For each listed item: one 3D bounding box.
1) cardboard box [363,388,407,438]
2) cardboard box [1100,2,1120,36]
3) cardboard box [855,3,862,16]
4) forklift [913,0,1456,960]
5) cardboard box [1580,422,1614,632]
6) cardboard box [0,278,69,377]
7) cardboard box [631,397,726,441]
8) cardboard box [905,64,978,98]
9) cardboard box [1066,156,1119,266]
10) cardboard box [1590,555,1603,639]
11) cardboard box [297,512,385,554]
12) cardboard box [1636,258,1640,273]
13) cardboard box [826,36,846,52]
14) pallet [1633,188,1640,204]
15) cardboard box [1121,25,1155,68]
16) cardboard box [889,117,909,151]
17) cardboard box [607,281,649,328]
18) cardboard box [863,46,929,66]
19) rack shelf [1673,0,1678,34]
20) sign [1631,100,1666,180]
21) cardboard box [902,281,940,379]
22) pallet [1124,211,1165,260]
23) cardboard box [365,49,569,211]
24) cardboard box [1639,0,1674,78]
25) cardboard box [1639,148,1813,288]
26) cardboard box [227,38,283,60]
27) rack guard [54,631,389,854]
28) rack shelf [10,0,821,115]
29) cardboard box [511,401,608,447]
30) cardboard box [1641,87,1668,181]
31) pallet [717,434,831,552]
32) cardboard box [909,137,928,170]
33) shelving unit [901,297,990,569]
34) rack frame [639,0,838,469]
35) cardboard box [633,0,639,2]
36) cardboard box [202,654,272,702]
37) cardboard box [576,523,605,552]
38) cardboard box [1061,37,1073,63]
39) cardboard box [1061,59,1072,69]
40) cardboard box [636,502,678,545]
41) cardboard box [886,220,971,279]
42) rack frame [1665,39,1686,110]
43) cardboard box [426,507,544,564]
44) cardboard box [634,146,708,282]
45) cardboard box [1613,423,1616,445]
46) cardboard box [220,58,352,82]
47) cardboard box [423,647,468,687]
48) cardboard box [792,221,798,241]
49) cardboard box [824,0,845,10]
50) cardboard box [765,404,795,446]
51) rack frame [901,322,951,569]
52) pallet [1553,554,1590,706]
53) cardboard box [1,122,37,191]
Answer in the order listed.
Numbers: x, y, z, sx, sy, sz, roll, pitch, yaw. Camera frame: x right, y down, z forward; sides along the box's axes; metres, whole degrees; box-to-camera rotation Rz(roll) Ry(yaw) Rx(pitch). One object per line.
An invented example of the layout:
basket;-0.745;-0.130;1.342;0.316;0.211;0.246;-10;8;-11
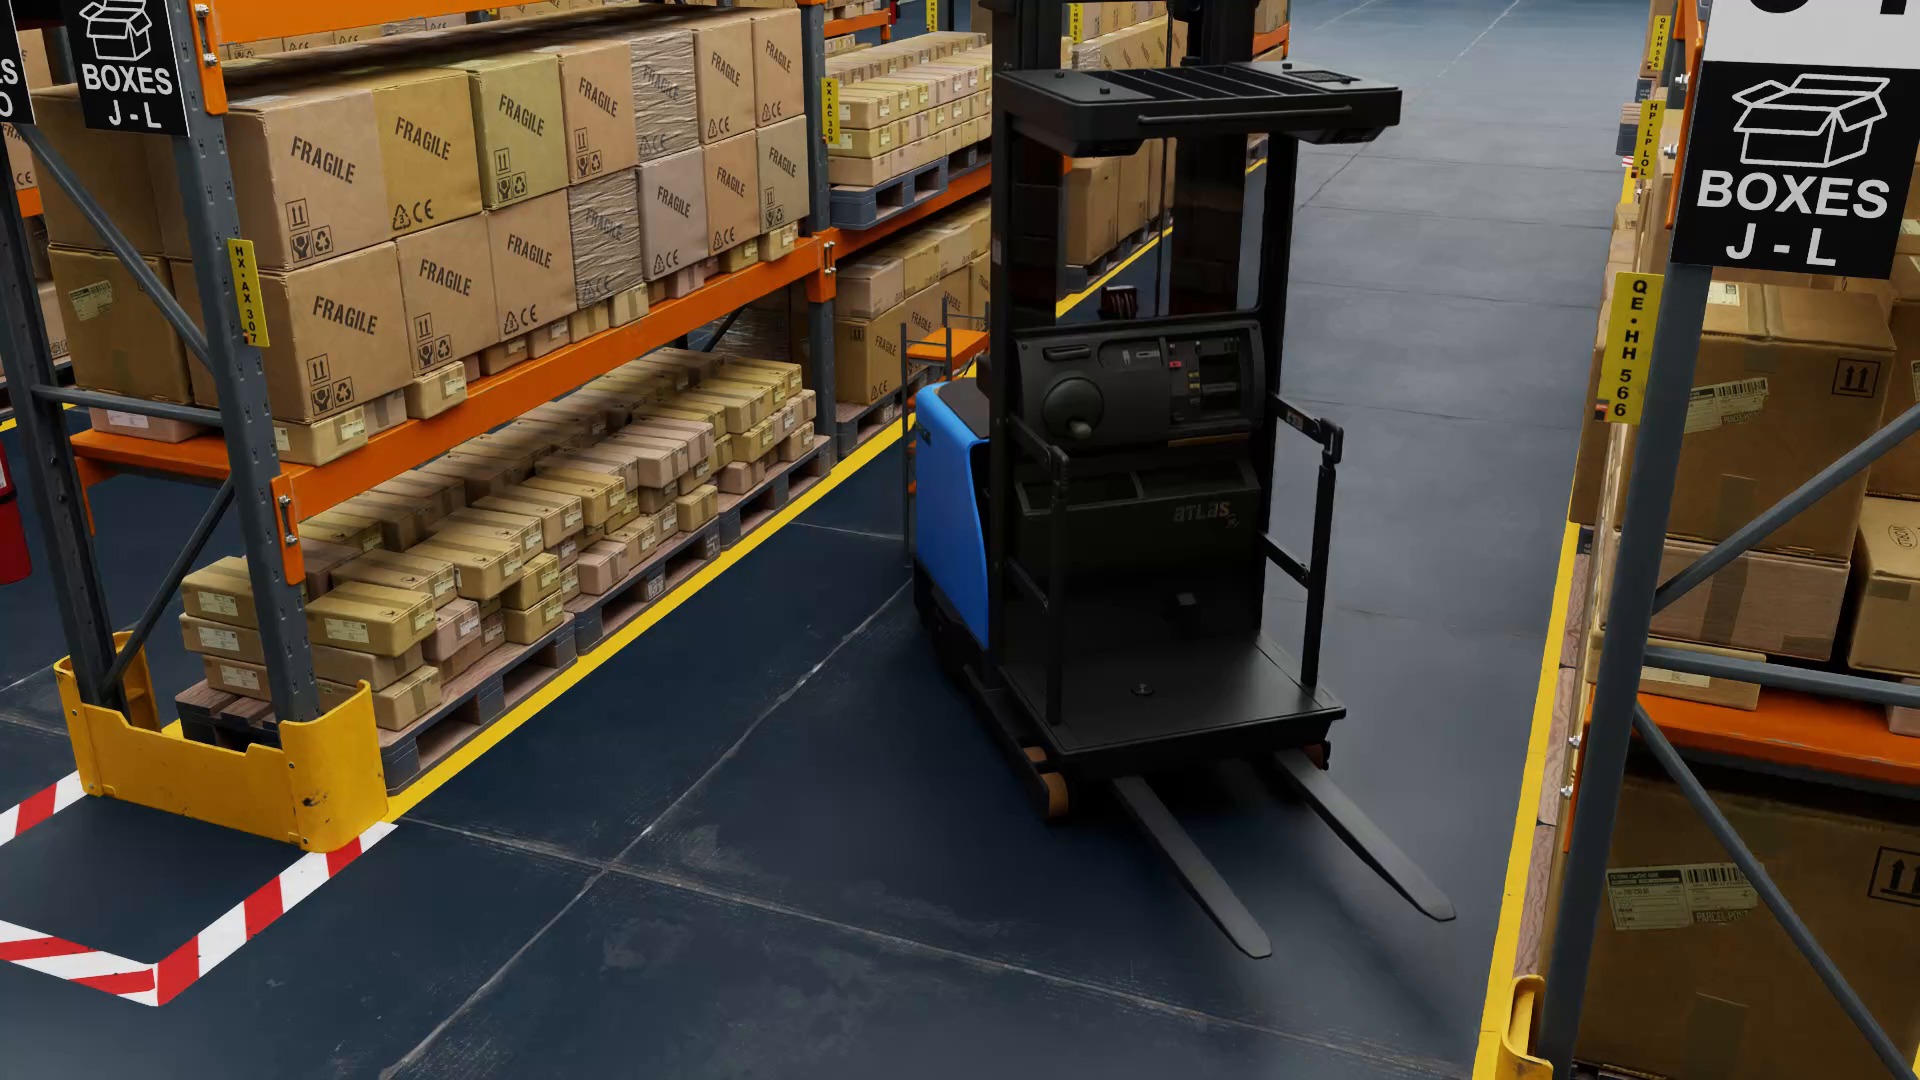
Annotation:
cardboard box;-2.173;-0.473;5.816;0.380;0.149;0.250;10;25;22
cardboard box;0.869;-4.317;13.267;0.700;0.500;0.500;8;24;19
cardboard box;-1.390;-6.345;19.875;0.380;0.149;0.250;8;24;19
forklift;0.718;-0.537;5.734;1.130;2.935;3.031;-7;24;-16
cardboard box;3.081;-0.096;6.800;0.875;0.875;0.875;9;24;20
cardboard box;-6.134;-1.329;10.318;0.875;0.438;0.875;8;24;19
cardboard box;-1.371;-0.573;8.113;0.380;0.149;0.250;10;25;22
cardboard box;-0.115;-2.744;9.937;0.380;0.149;0.250;10;25;22
cardboard box;0.628;-2.646;13.067;1.050;0.750;0.750;8;24;19
cardboard box;1.836;0.172;4.273;0.380;0.149;0.250;9;24;21
cardboard box;-2.567;0.006;6.725;0.380;0.149;0.250;8;24;19
cardboard box;2.793;-0.868;6.244;0.500;0.250;0.500;9;24;20
cardboard box;-1.569;-5.836;19.539;0.380;0.149;0.250;9;24;21
pallet;6.588;-2.929;14.989;1.003;0.211;1.213;9;24;20
cardboard box;1.297;-3.994;13.791;0.500;0.500;0.500;9;24;19
cardboard box;-0.500;-2.237;9.109;0.380;0.149;0.250;8;24;19
cardboard box;-1.570;-1.032;7.156;0.380;0.149;0.250;9;24;21
cardboard box;-0.424;-3.125;10.848;0.380;0.149;0.250;10;25;23
rack shelf;4.143;-2.875;8.284;1.077;0.370;4.000;9;24;20
sign;2.893;-1.680;6.980;0.100;0.325;0.005;9;24;20
cardboard box;-0.452;-1.310;10.193;0.500;0.500;0.500;10;25;22
pallet;1.136;-2.705;14.452;1.003;0.211;1.213;9;24;20
cardboard box;-1.845;-1.554;6.266;0.500;0.500;0.500;8;24;19
cardboard box;5.946;-4.177;13.034;1.000;1.000;1.000;9;24;20
cardboard box;2.606;-1.025;5.648;0.500;0.500;0.500;8;24;18
cardboard box;-5.019;-3.515;11.347;0.500;0.500;0.500;8;24;19
rack guard;-2.625;0.704;5.917;1.175;0.500;0.348;9;24;20
rack shelf;-1.910;-2.190;6.644;1.077;0.370;4.000;9;24;20
cardboard box;-1.940;-0.549;8.056;0.380;0.149;0.250;9;24;21
cardboard box;4.453;-2.450;10.094;0.500;0.500;0.500;10;24;22
pallet;-1.384;-0.322;8.746;1.003;0.211;1.213;9;24;20
cardboard box;-0.400;-2.196;9.396;0.380;0.149;0.250;9;24;20
shelving unit;-0.061;-0.494;7.877;0.258;1.200;0.503;9;24;20
rack frame;-1.168;-1.854;8.797;1.000;3.000;0.127;9;24;20
cardboard box;-3.168;-5.207;15.763;0.500;0.500;0.500;10;25;22
cardboard box;-2.652;0.481;6.361;0.380;0.149;0.250;9;24;21
cardboard box;-1.789;-0.067;7.286;0.380;0.149;0.250;10;25;23
cardboard box;0.562;-3.397;11.499;0.380;0.149;0.250;8;24;18
cardboard box;0.557;-3.258;11.554;0.380;0.149;0.250;9;24;21
cardboard box;-1.541;-0.089;7.725;0.380;0.149;0.250;9;24;21
cardboard box;-0.259;-1.840;10.488;0.500;0.250;0.500;10;25;22
rack frame;3.400;-1.108;7.010;1.000;3.000;0.127;9;24;20
cardboard box;-1.925;-0.002;6.746;0.380;0.149;0.250;8;24;17
cardboard box;-1.465;-1.460;7.339;0.500;0.500;0.500;9;24;20
cardboard box;2.404;-0.375;5.583;0.380;0.149;0.250;8;24;19
cardboard box;-2.526;-1.448;6.012;0.500;0.500;0.500;8;24;18
cardboard box;-2.140;0.452;6.430;0.380;0.149;0.250;9;24;20
cardboard box;-1.056;-1.602;8.520;0.380;0.149;0.250;8;24;19
cardboard box;-1.669;-6.413;19.196;0.500;0.500;0.500;9;24;20
cardboard box;-1.078;-0.613;8.593;0.380;0.149;0.250;8;24;18
rack frame;-0.152;-0.407;7.668;0.240;1.200;0.015;9;24;20
pallet;3.045;0.440;6.923;1.003;0.211;1.213;9;24;20
cardboard box;-5.736;-2.370;9.902;0.500;0.500;0.500;9;24;21
